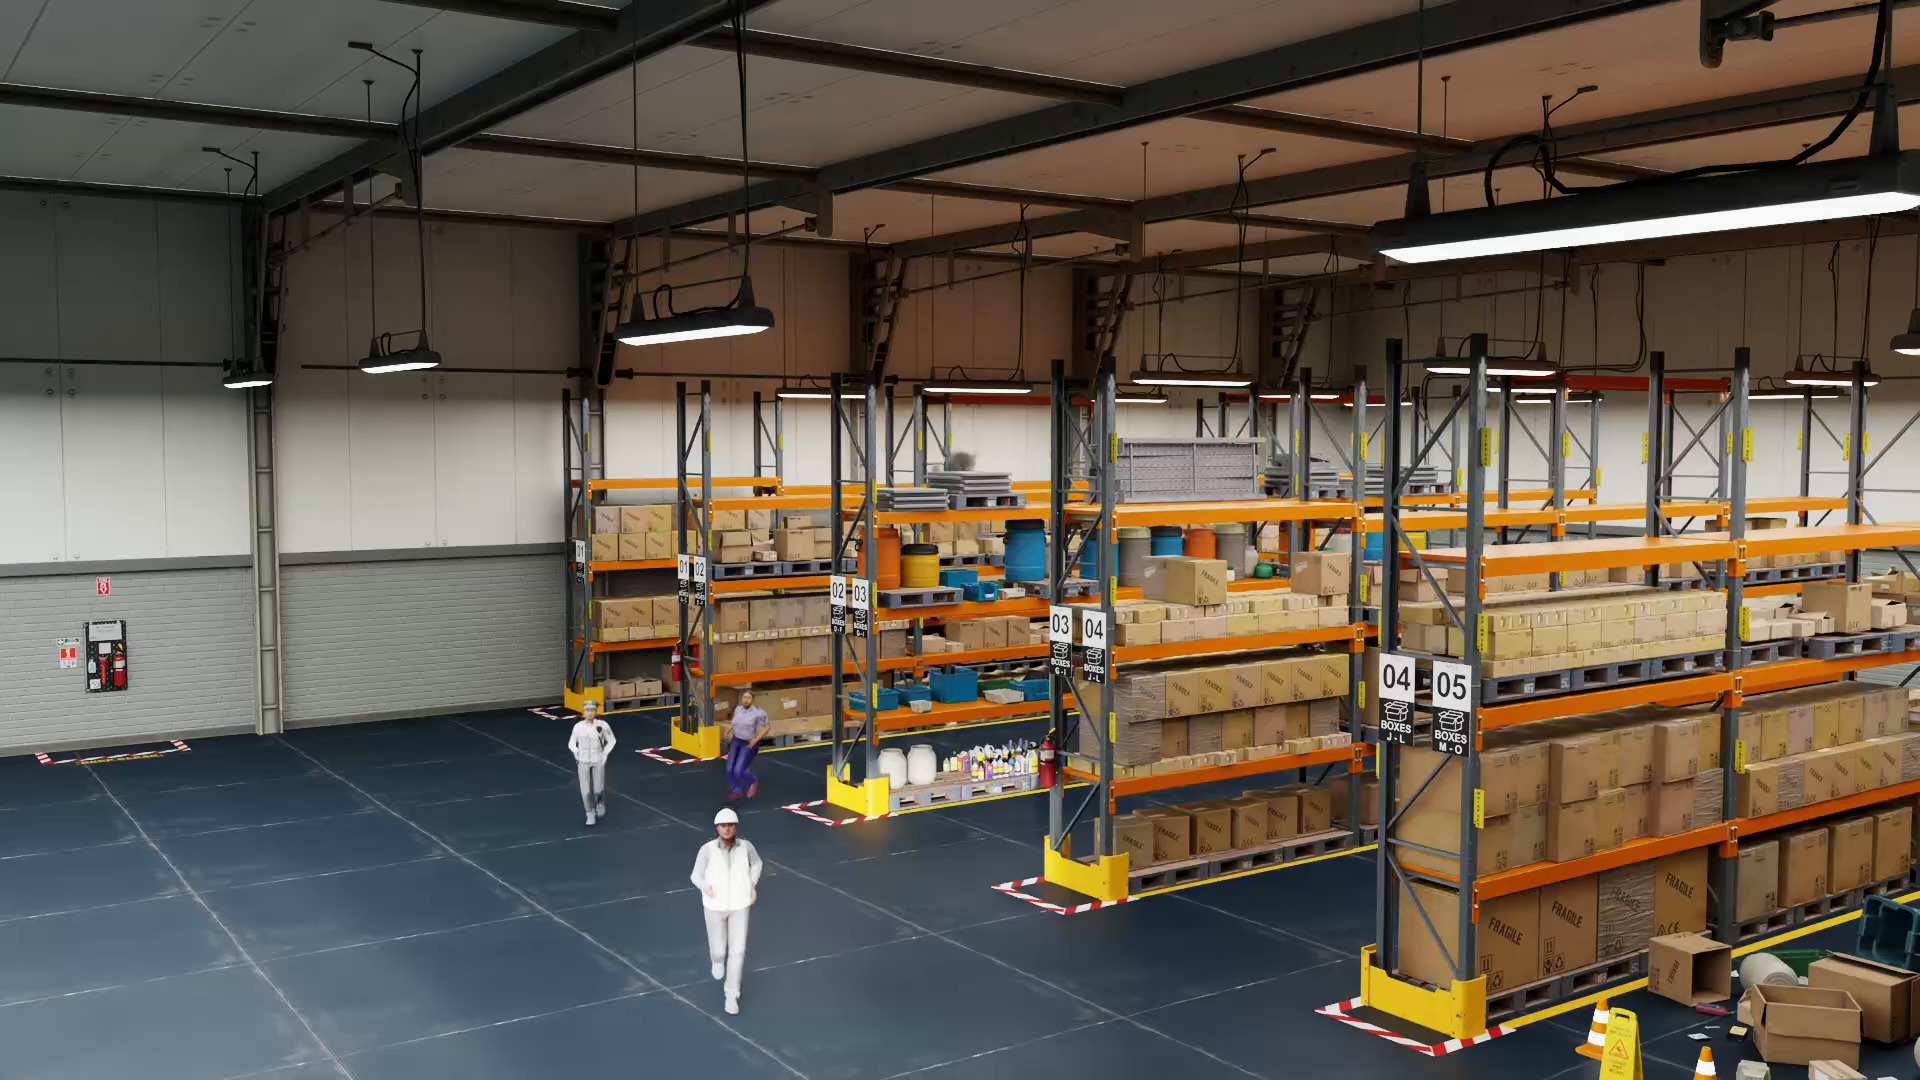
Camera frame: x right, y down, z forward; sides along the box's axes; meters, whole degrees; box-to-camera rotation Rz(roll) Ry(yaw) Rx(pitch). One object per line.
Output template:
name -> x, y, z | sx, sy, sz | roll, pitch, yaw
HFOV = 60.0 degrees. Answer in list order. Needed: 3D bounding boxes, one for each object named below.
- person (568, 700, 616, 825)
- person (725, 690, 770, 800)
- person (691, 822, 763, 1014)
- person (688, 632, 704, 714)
person -> -4.862, 2.933, 21.939 | 0.609, 1.638, 0.562 | 0, 4, -6
person -> -3.022, 2.886, 23.316 | 0.608, 1.577, 0.497 | 2, 4, 31
person -> -2.101, 3.337, 15.080 | 0.660, 1.707, 0.874 | -1, 4, -12
person -> -4.460, 2.475, 28.811 | 0.767, 1.786, 0.638 | -3, 5, -42
